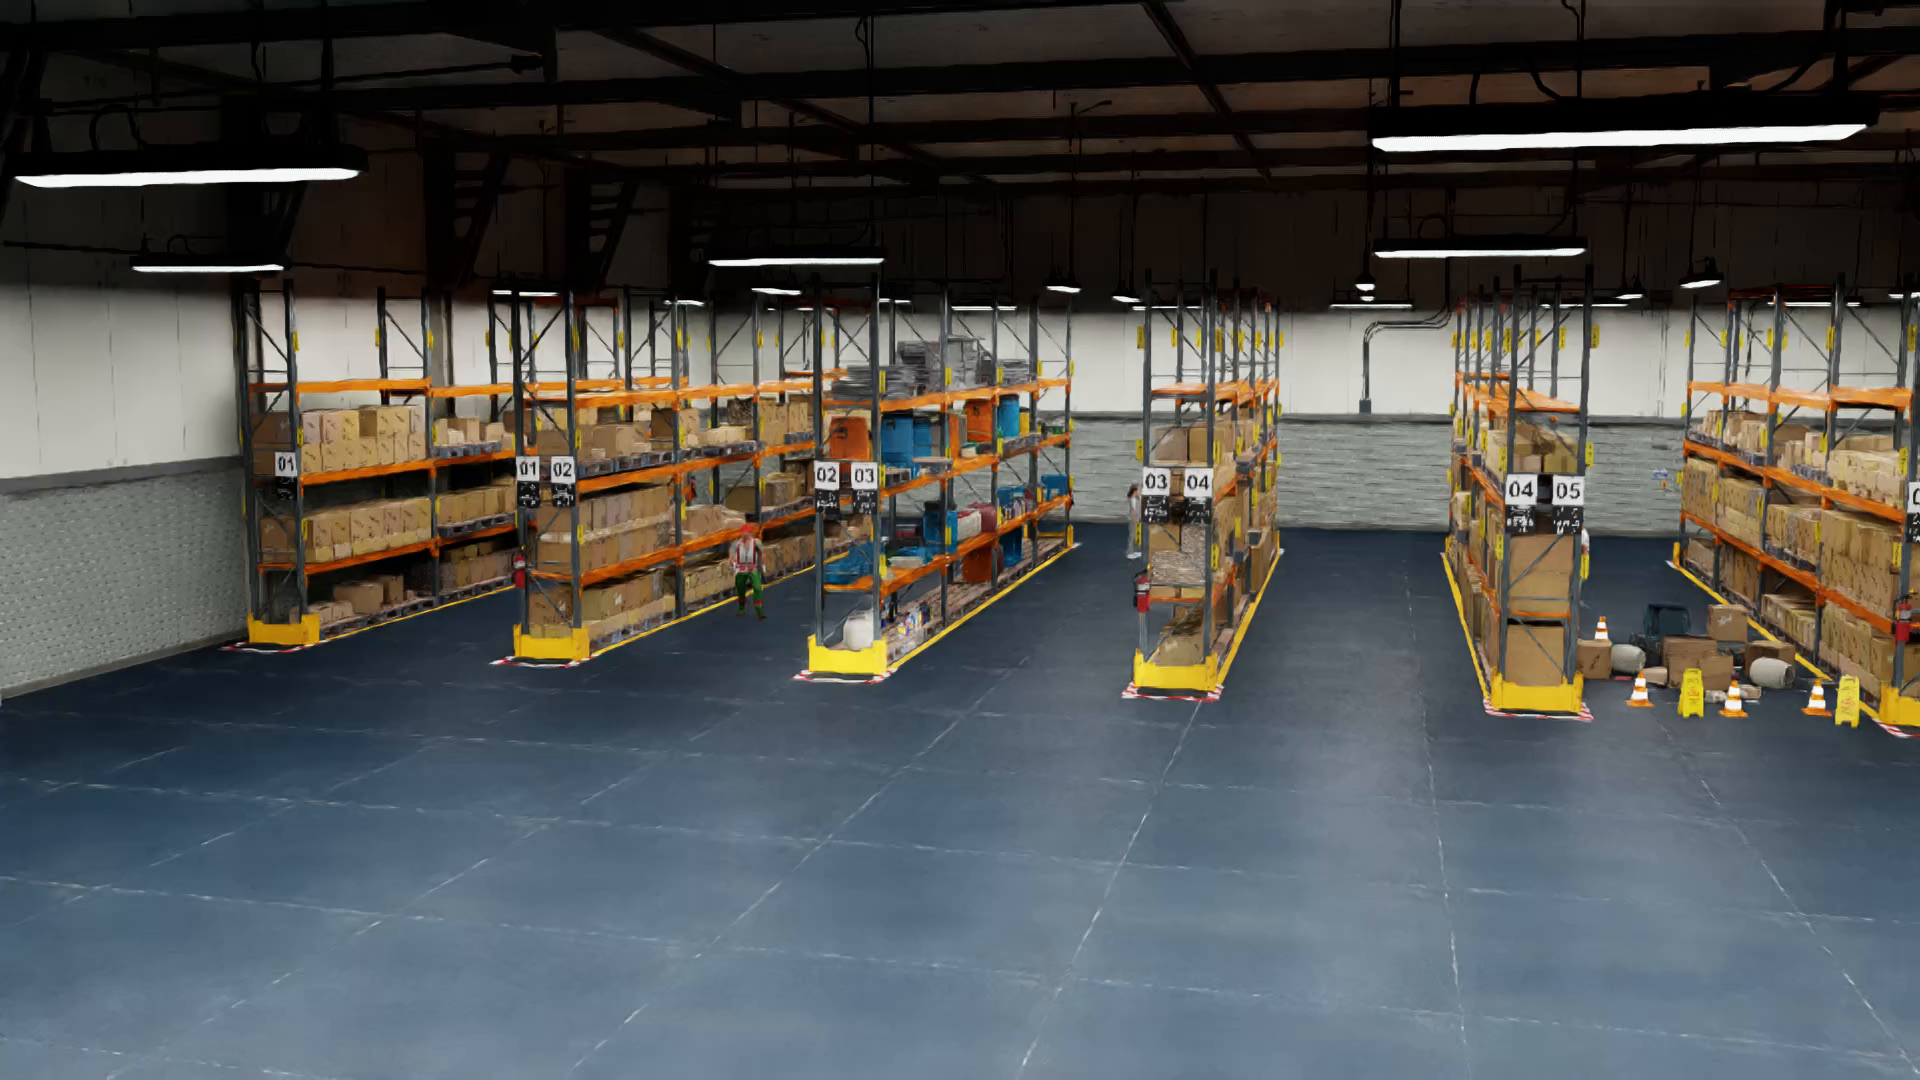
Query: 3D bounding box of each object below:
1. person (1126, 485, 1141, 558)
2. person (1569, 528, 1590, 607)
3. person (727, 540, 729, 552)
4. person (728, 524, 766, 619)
[{"bbox_3d":[4.026,-0.436,38.317,0.387,1.673,0.558,0,7,3],"label":"person"},{"bbox_3d":[11.654,0.361,31.362,0.469,1.757,0.589,-2,7,-17],"label":"person"},{"bbox_3d":[-5.222,-0.462,39.071,0.625,1.596,0.503,1,7,12],"label":"person"},{"bbox_3d":[-3.826,0.546,30.017,0.686,1.716,0.838,0,7,-2],"label":"person"}]
